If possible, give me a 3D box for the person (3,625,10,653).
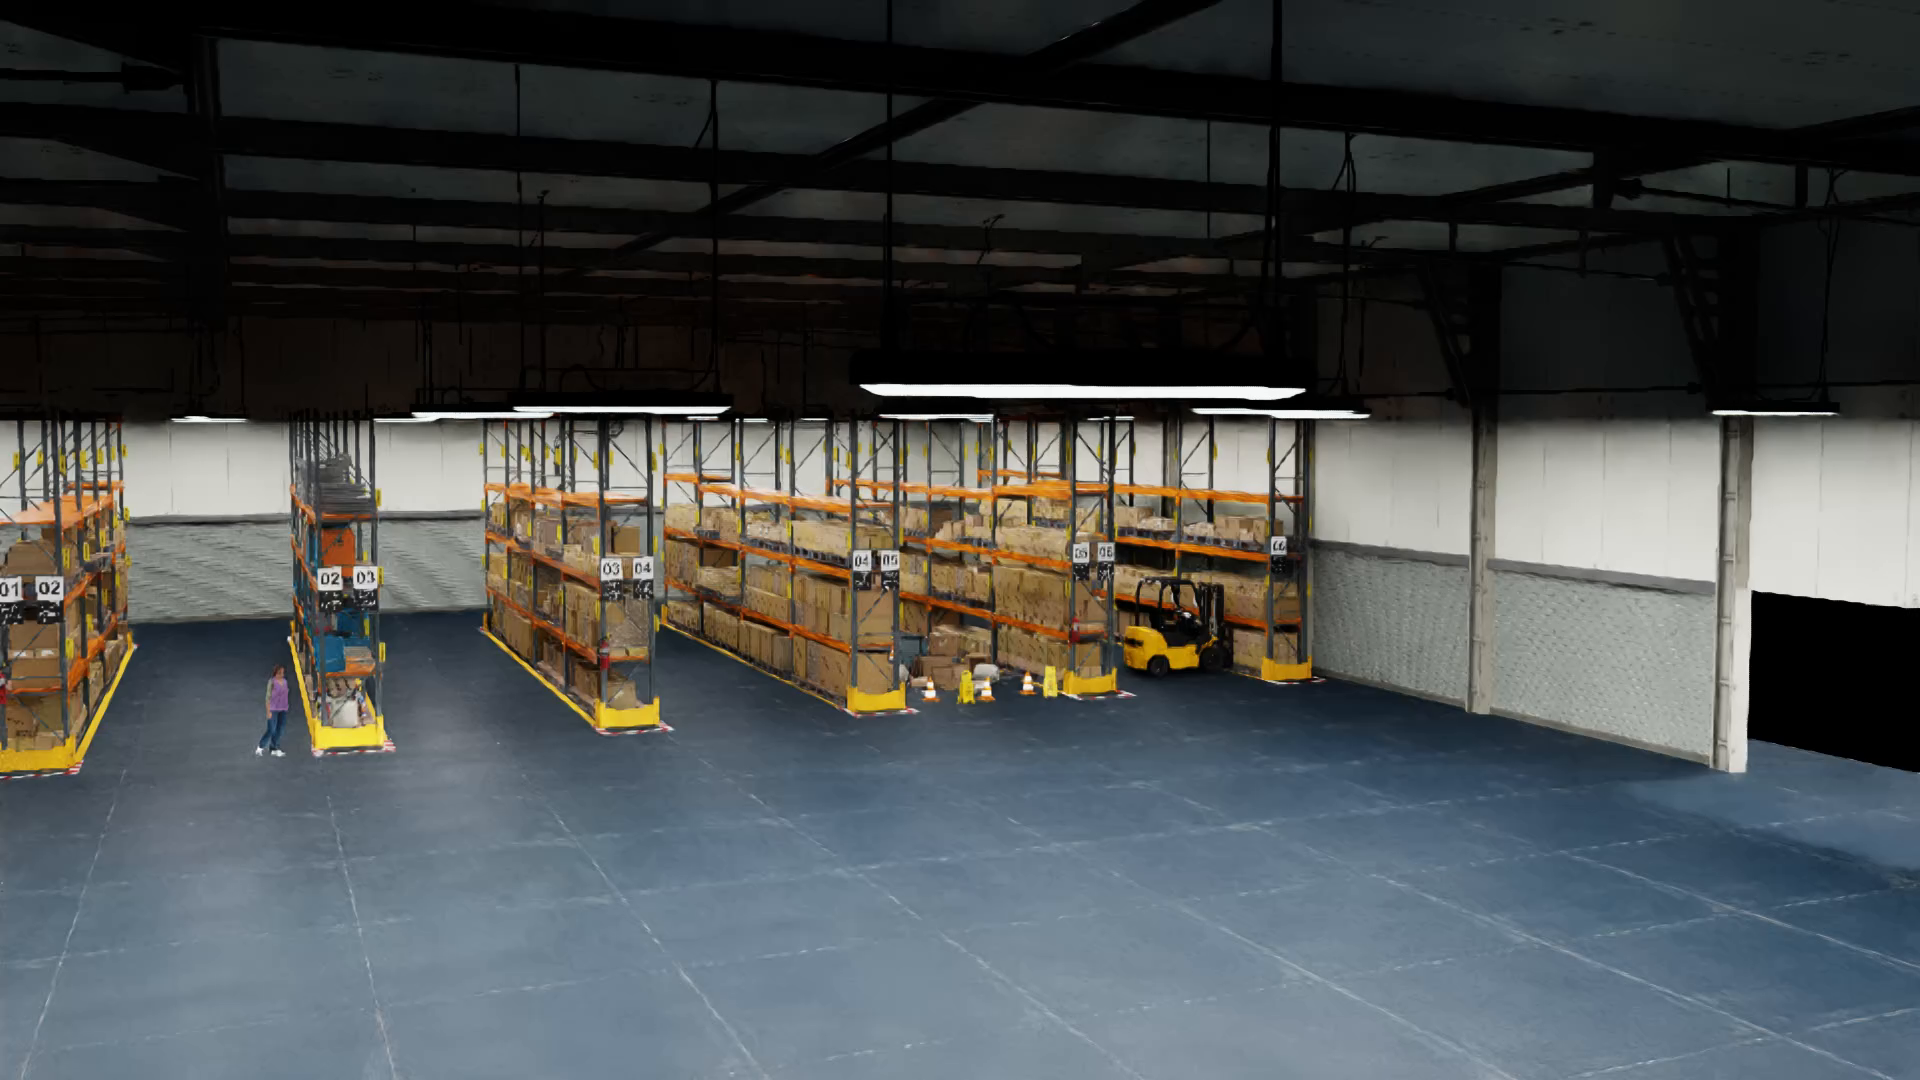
[{"bbox_3d":[-23.759,1.933,41.306,0.511,1.785,0.656,-1,4,-16],"label":"person"}]

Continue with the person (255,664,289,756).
[{"bbox_3d":[-11.793,2.926,28.503,0.457,1.584,0.563,2,4,25],"label":"person"}]
